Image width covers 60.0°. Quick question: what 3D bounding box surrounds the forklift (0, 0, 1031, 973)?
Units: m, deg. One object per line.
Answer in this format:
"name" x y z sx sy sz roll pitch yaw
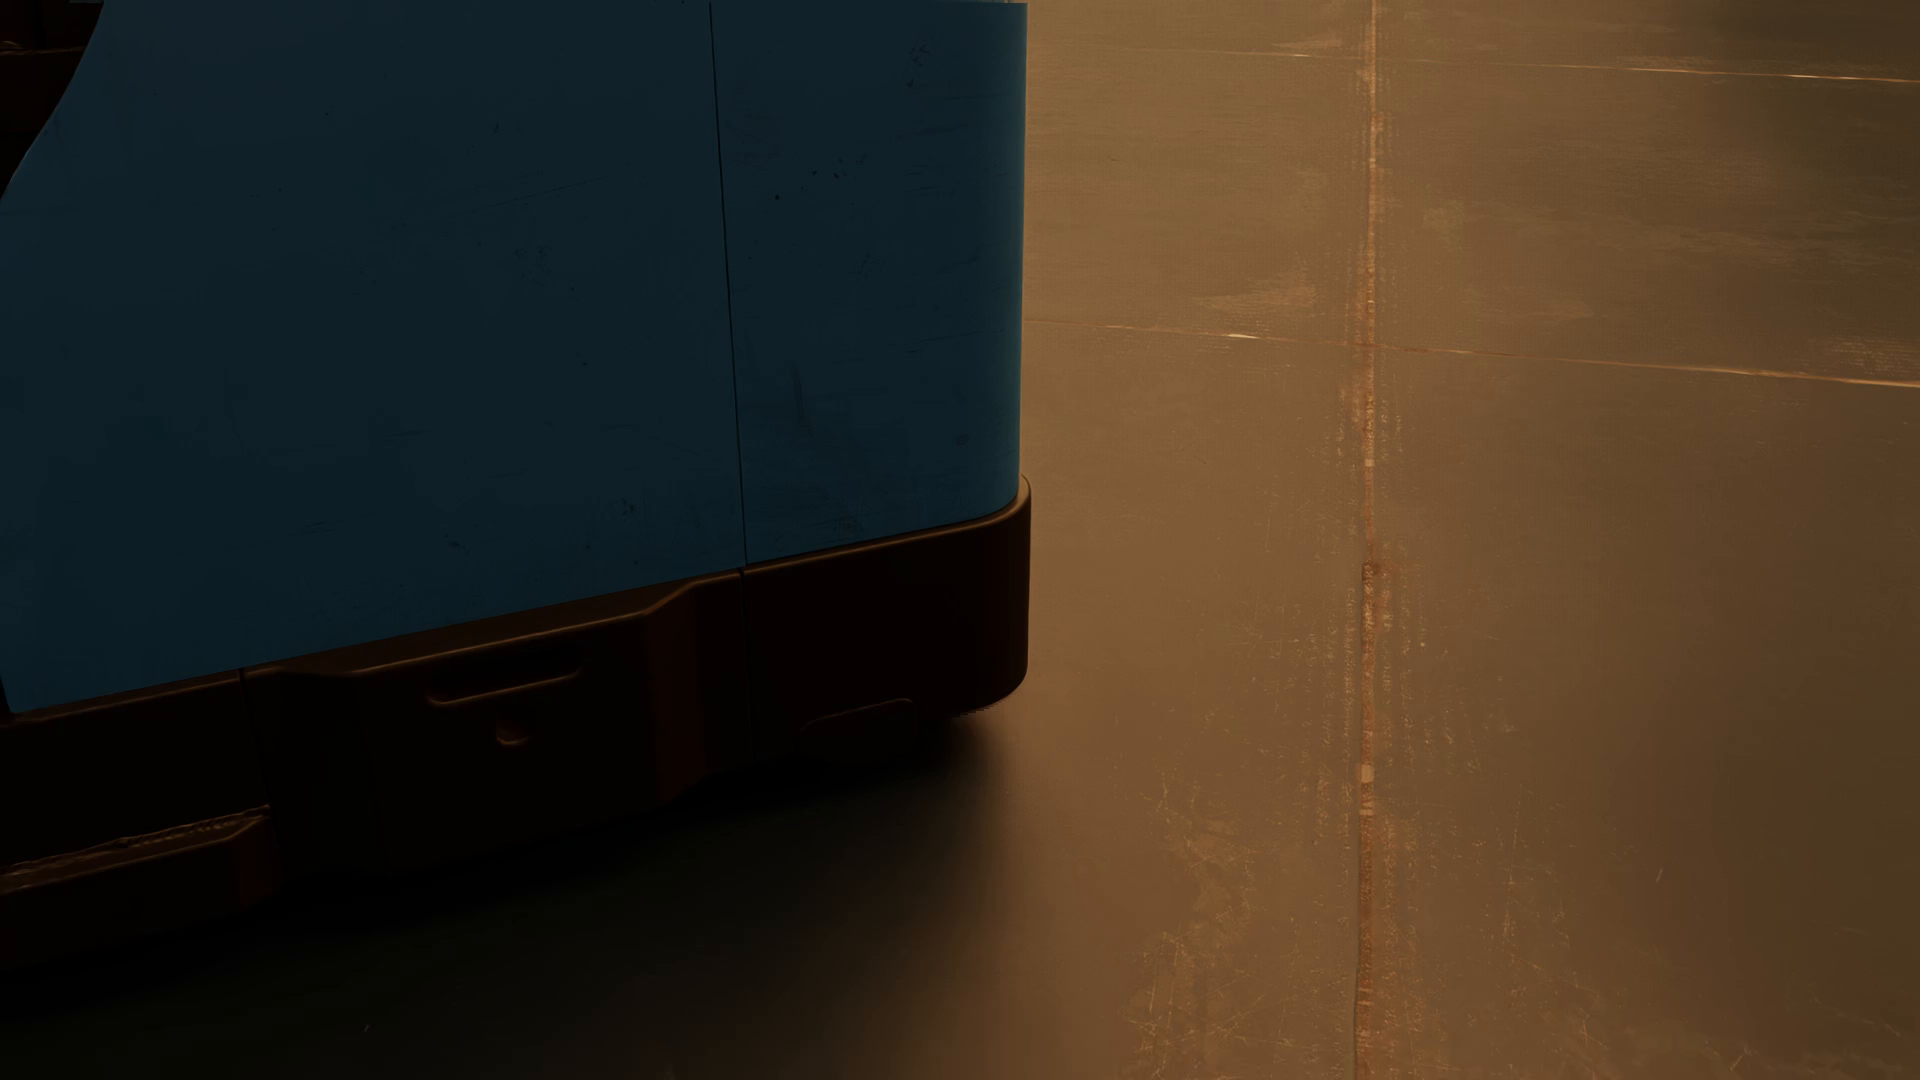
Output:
"forklift" -1.479 -0.997 1.223 3.031 2.935 1.130 -12 29 -22
